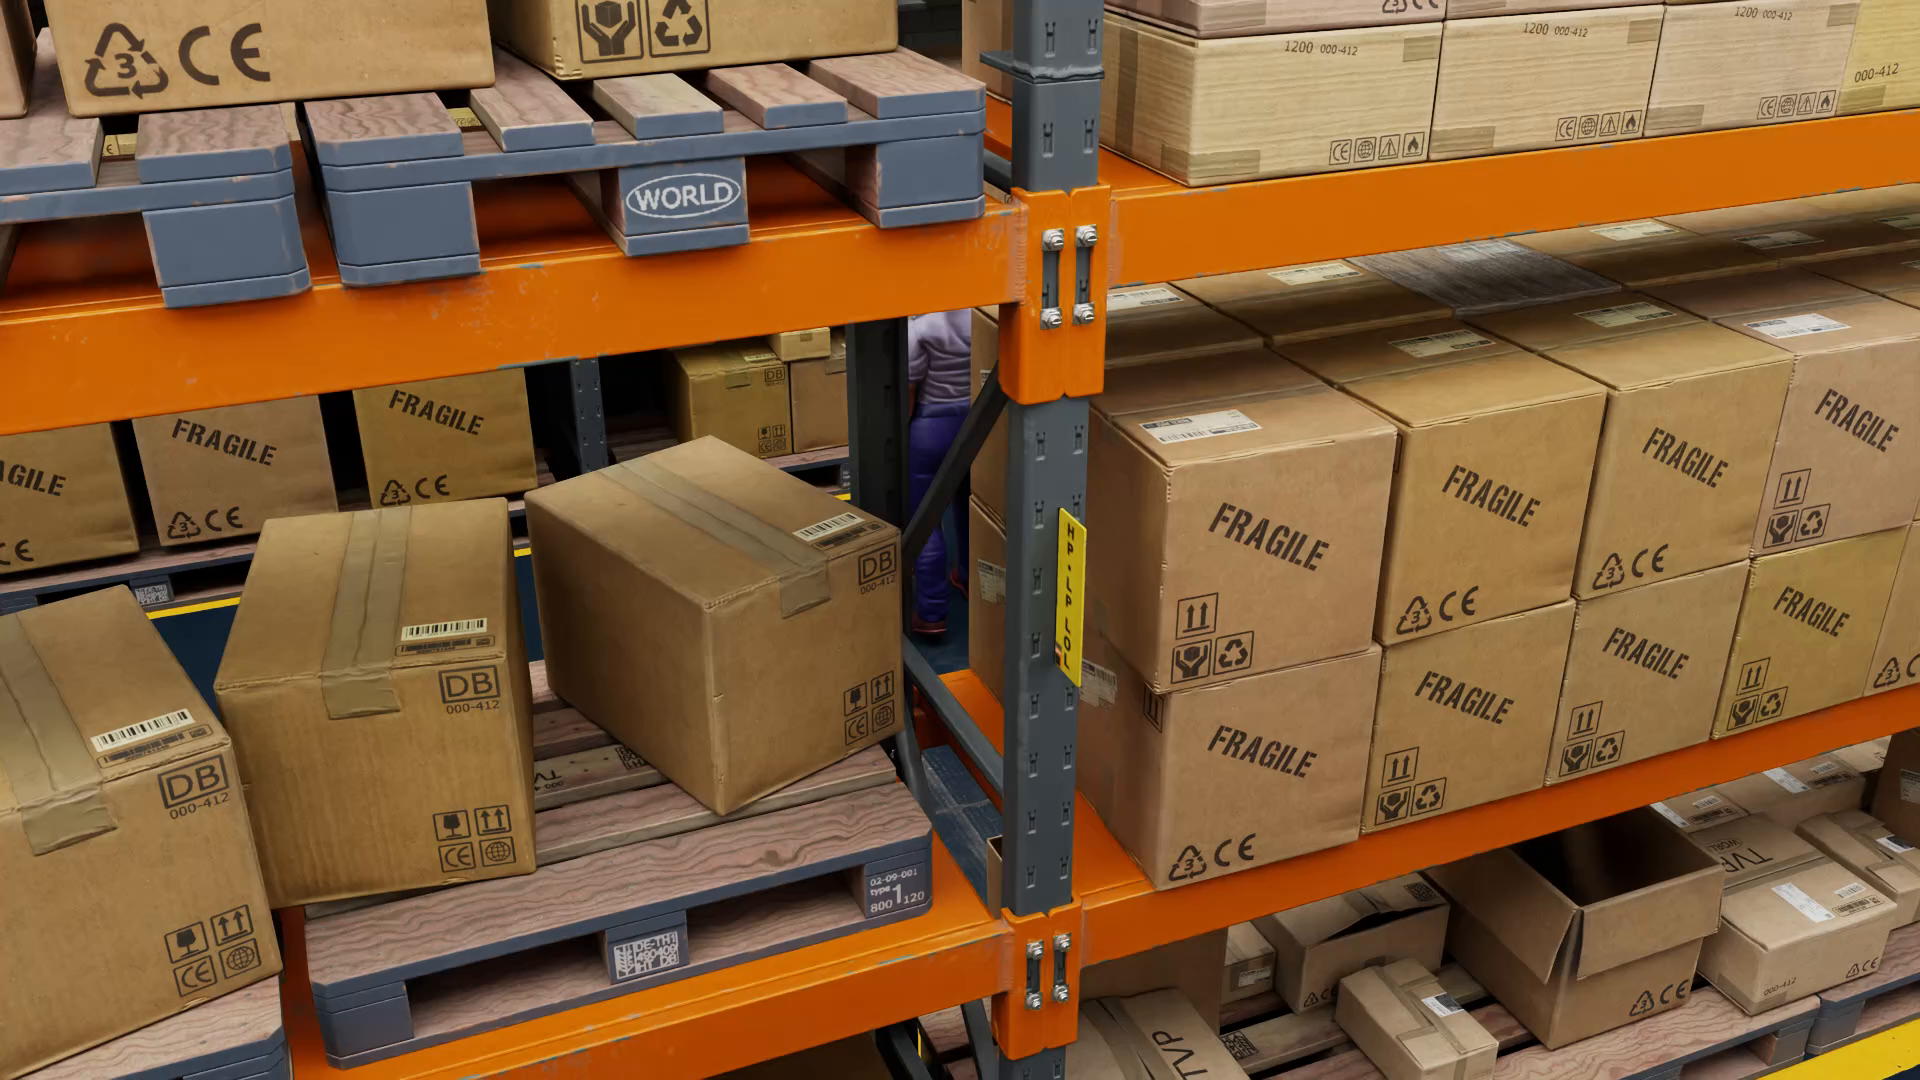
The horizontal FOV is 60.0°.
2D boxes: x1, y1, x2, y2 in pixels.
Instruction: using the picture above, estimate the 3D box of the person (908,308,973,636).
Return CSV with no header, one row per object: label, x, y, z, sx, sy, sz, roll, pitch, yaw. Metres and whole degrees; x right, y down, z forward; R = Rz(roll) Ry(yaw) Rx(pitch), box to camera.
person,-0.060,-0.414,7.026,0.476,1.653,0.565,-10,28,-20
